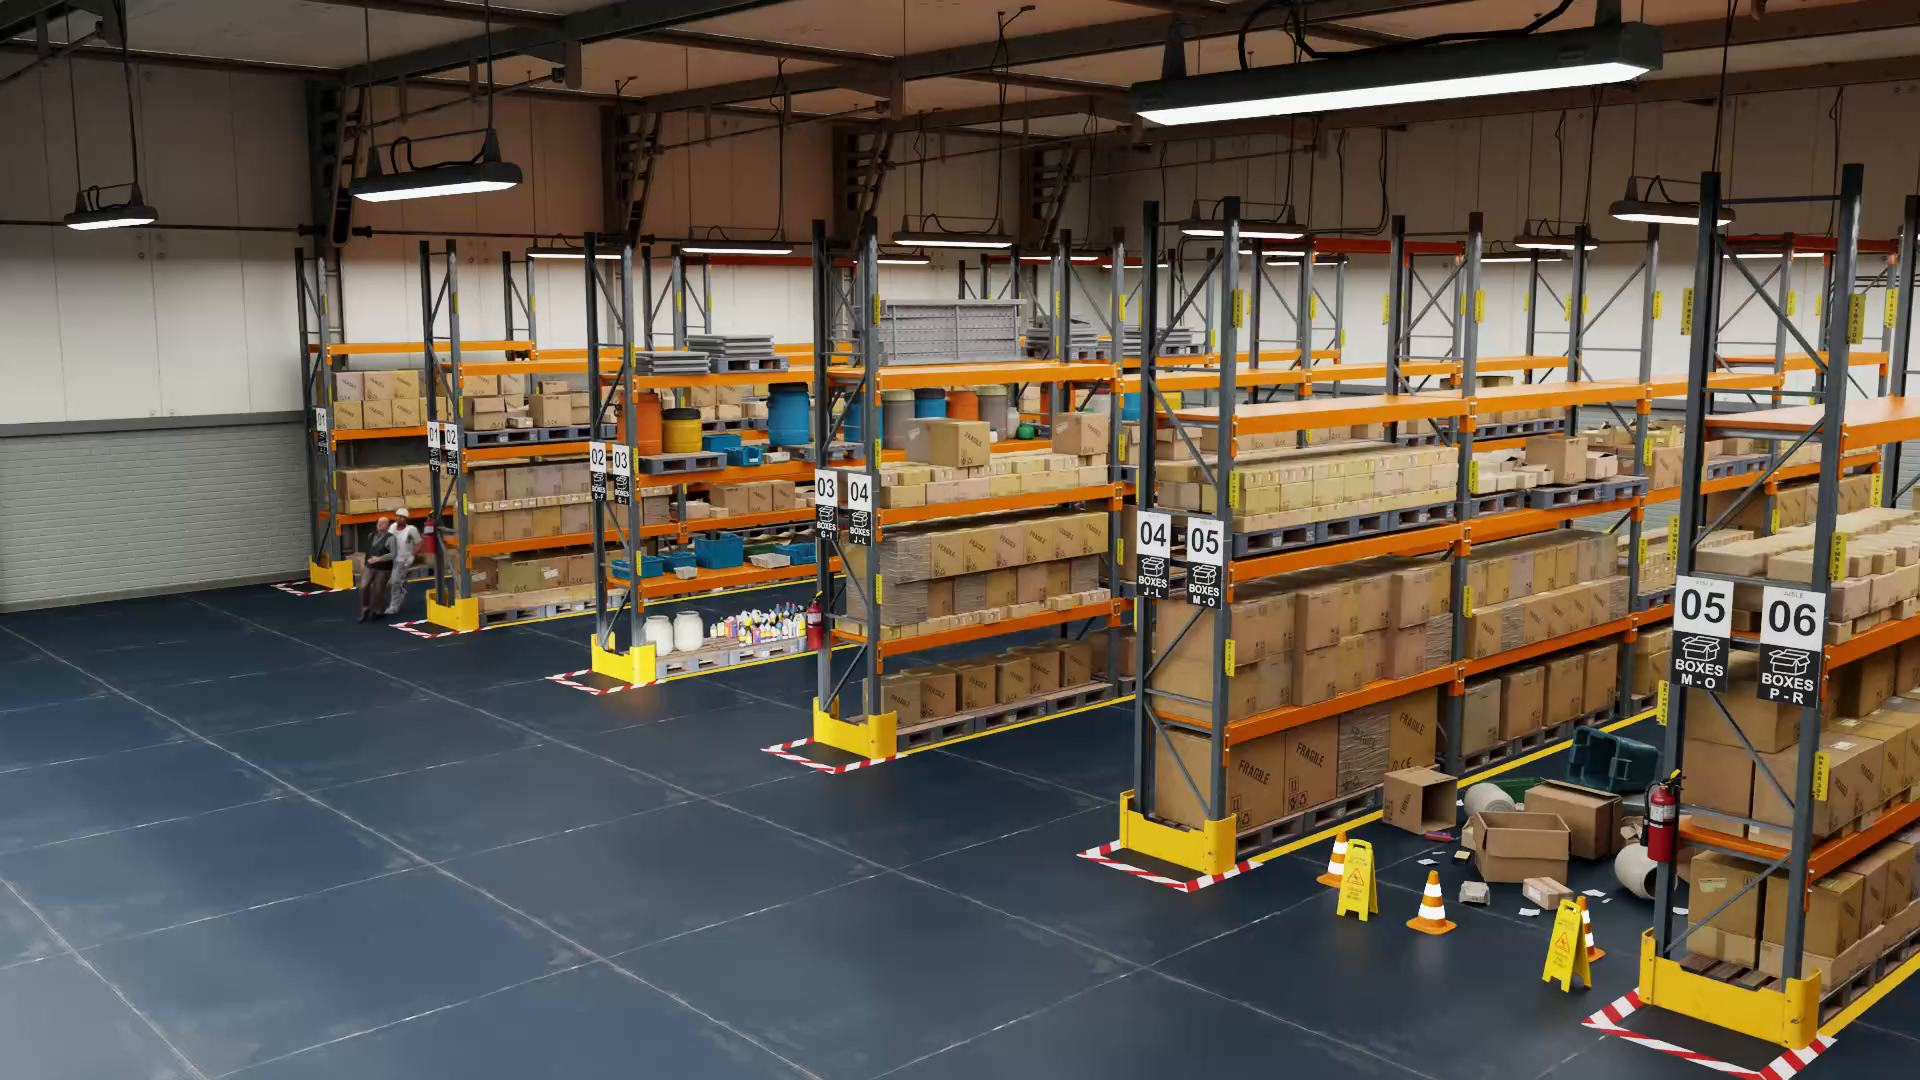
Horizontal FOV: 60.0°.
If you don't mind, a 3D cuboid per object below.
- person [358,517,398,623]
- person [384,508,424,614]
[{"bbox_3d":[-9.210,0.465,26.334,0.643,1.661,0.664,1,8,9],"label":"person"},{"bbox_3d":[-9.089,0.328,27.191,0.718,1.734,0.665,3,9,17],"label":"person"}]
